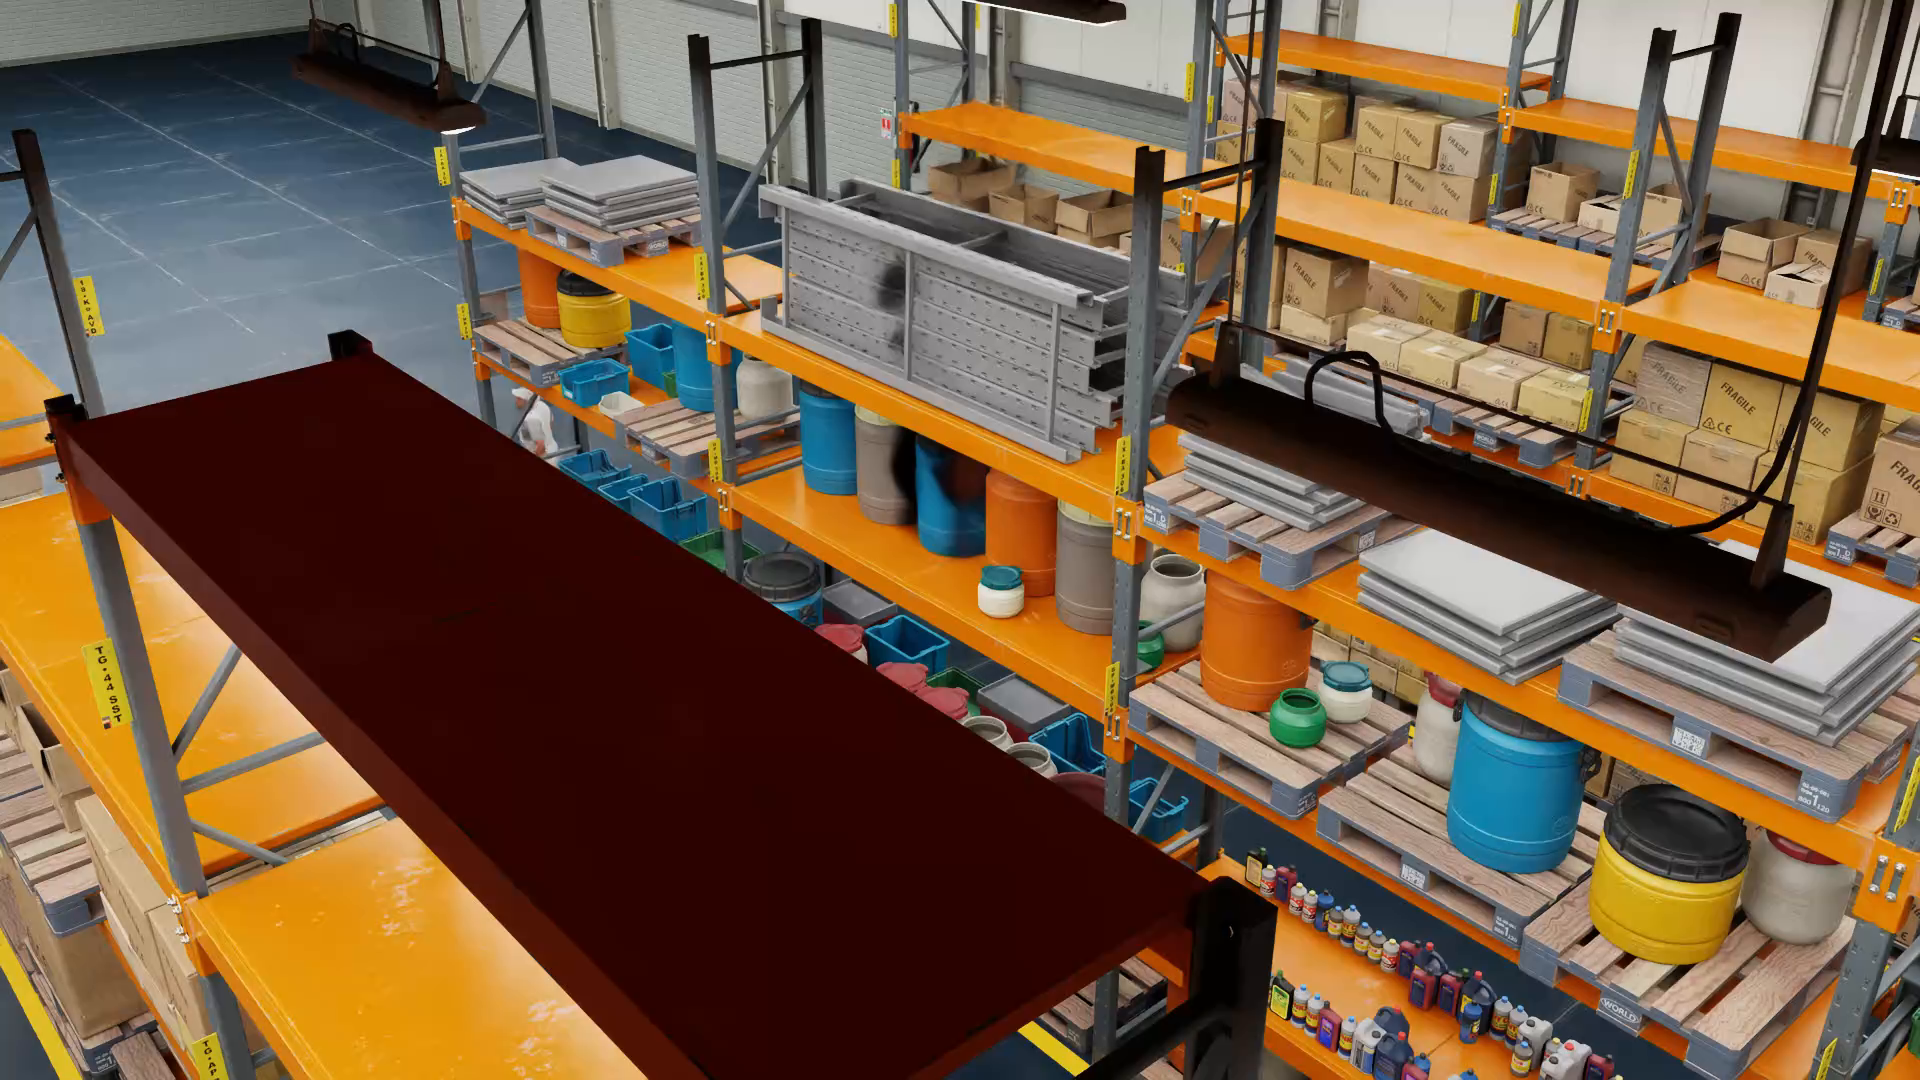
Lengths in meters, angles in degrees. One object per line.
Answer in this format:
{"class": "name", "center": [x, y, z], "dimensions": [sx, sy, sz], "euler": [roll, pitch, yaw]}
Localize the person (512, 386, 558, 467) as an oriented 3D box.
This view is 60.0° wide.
{"class": "person", "center": [-4.435, -0.842, 17.314], "dimensions": [0.590, 1.719, 0.662], "euler": [6, 28, 12]}
